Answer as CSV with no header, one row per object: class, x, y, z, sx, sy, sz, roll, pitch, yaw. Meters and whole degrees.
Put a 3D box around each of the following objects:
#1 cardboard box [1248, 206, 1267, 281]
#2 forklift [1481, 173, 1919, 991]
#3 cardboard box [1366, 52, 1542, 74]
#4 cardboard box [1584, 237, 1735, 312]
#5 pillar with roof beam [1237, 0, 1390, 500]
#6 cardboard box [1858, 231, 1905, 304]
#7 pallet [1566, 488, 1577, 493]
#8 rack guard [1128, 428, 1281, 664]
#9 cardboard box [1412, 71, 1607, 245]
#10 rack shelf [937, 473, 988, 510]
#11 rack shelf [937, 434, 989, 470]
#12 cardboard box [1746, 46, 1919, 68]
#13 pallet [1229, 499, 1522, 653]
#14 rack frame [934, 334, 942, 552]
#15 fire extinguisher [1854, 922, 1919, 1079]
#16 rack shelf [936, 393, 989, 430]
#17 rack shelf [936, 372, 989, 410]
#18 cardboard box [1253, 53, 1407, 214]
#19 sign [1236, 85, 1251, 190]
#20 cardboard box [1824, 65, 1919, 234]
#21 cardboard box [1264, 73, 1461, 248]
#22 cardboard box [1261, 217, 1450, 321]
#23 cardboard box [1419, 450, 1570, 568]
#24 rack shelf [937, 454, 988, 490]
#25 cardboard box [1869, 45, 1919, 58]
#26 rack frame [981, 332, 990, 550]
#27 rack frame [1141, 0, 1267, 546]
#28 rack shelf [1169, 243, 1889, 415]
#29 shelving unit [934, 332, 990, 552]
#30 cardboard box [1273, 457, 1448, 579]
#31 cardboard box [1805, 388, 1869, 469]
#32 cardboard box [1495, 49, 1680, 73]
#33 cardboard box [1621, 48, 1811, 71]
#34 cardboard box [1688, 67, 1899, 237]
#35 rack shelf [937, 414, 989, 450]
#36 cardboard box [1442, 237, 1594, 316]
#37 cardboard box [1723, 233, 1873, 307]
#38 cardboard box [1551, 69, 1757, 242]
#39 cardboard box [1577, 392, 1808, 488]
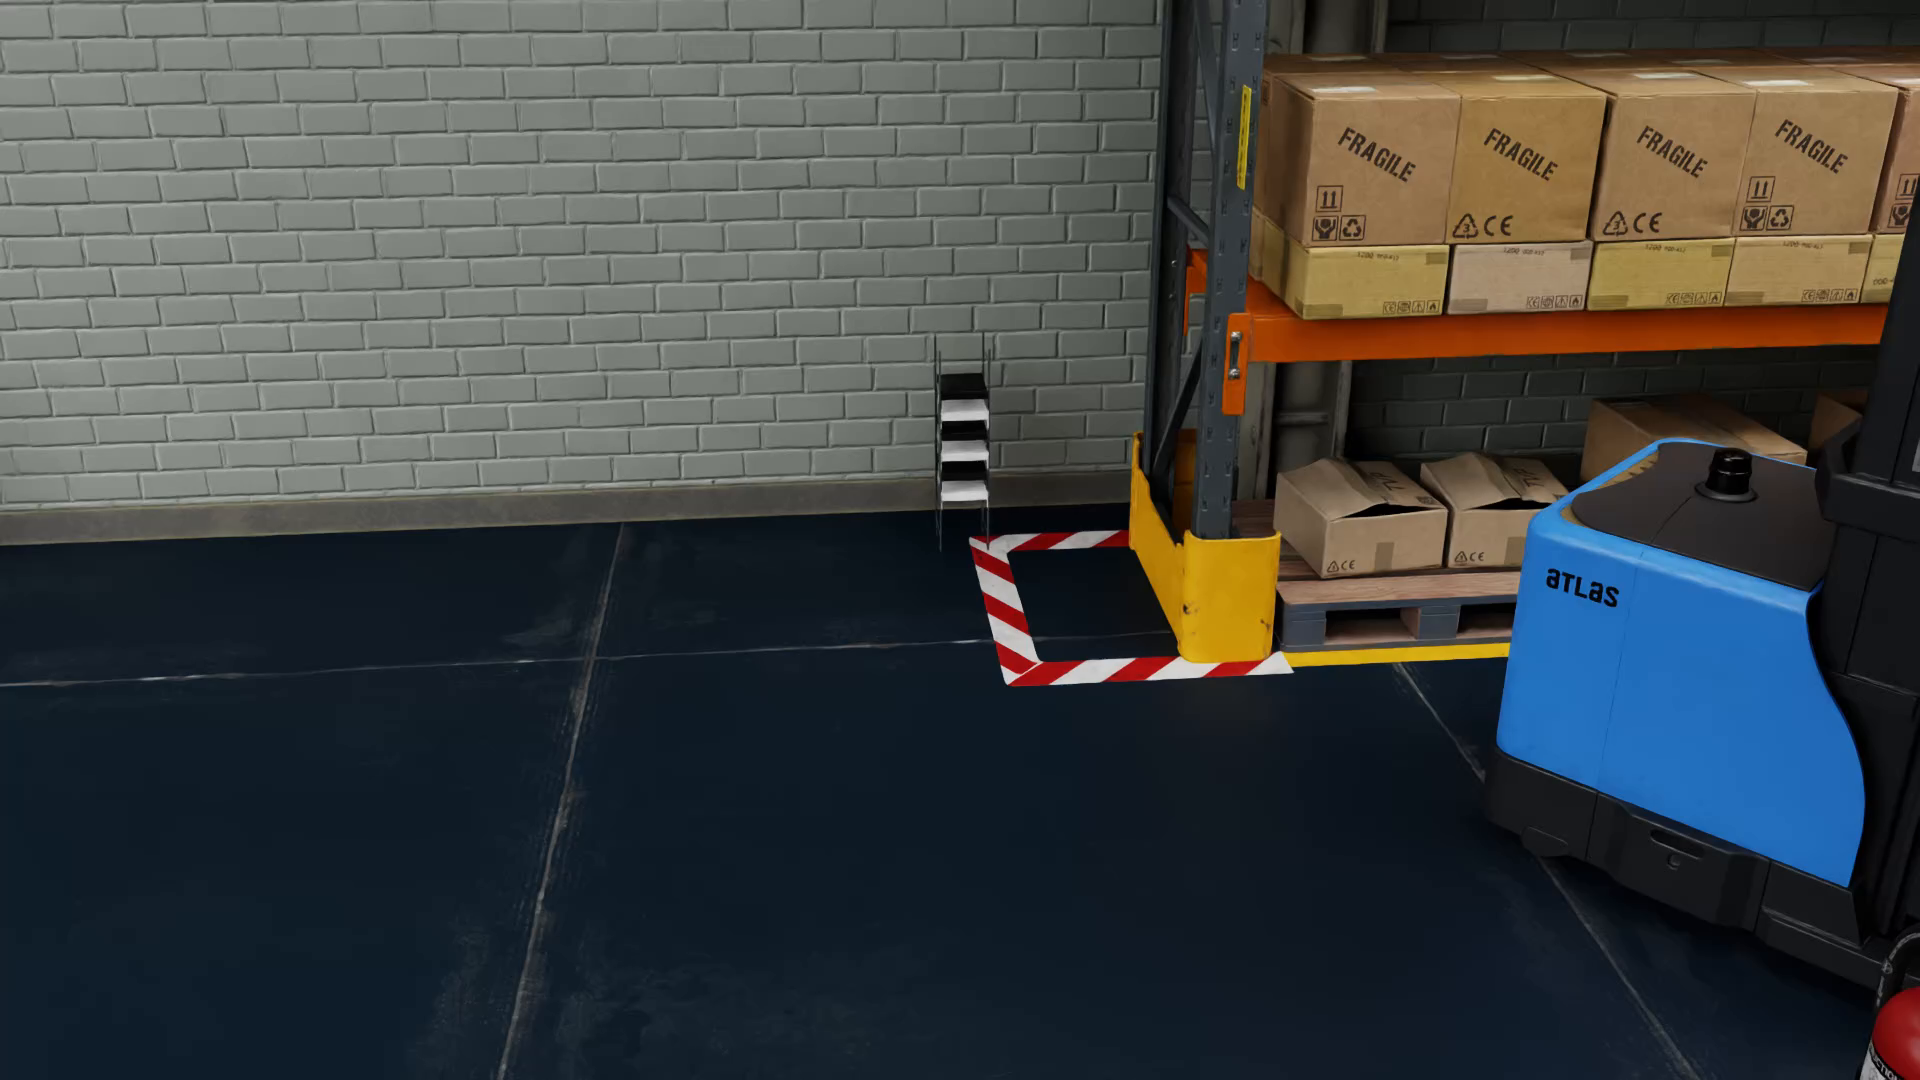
cardboard box,1.325,-1.185,6.382,0.500,0.250,0.500,-2,24,-4
forklift,3.033,-0.153,3.986,3.031,2.935,1.130,21,32,39
cardboard box,1.828,-1.551,6.283,0.500,0.500,0.500,-2,24,-4
cardboard box,2.418,-1.023,6.019,0.500,0.250,0.500,-3,24,-6
pillar with roof beam,1.913,-2.526,1.854,0.400,9.000,9.100,-2,24,-5
cardboard box,3.422,-1.063,6.108,0.500,0.250,0.500,-2,24,-5
pallet,2.977,0.059,6.858,1.213,0.211,1.003,-2,24,-5
rack guard,0.954,-0.008,6.652,0.348,0.500,1.175,-2,24,-5
cardboard box,1.876,-1.344,5.816,0.500,0.500,0.500,-2,24,-5
rack shelf,0.008,-0.217,7.155,0.200,0.077,0.258,-2,24,-5
rack shelf,0.008,-0.381,7.081,0.200,0.077,0.258,-2,24,-5
cardboard box,3.359,-1.619,6.436,0.500,0.500,0.500,-2,24,-4
pallet,1.766,0.106,6.751,1.213,0.211,1.003,-2,24,-5
rack frame,-0.093,-0.407,7.059,0.006,0.900,0.240,-2,24,-5
fire extinguisher,1.206,0.707,2.060,0.183,0.674,0.296,-2,24,-5
rack shelf,0.008,-0.546,7.008,0.200,0.077,0.258,-2,24,-5
rack shelf,0.008,-0.628,6.972,0.200,0.077,0.258,-2,24,-5
cardboard box,1.327,-1.535,6.247,0.500,0.500,0.500,-3,24,-6
sign,0.932,-1.323,5.468,0.005,0.325,0.100,-2,24,-5
cardboard box,3.421,-1.408,5.962,0.500,0.500,0.500,-3,24,-7
cardboard box,1.383,-1.328,5.781,0.500,0.500,0.500,-2,24,-5
cardboard box,1.395,-0.979,5.919,0.500,0.250,0.500,-3,24,-7
cardboard box,2.143,-0.133,6.626,0.500,0.311,0.500,0,24,-1
rack shelf,0.008,-0.299,7.118,0.200,0.077,0.258,-2,24,-5
cardboard box,3.856,-1.636,6.475,0.500,0.500,0.500,-2,24,-5
rack frame,0.109,-0.416,7.077,0.006,0.900,0.240,-2,24,-5
rack frame,0.878,-1.147,6.137,0.127,3.000,1.000,-2,24,-5
rack shelf,2.869,-0.898,6.463,4.000,0.370,1.077,-2,24,-5
shelving unit,0.008,-0.412,7.068,0.210,0.900,0.258,-2,24,-5
cardboard box,1.576,-0.111,6.574,0.500,0.311,0.500,-5,24,-11
cardboard box,3.830,-0.308,6.785,0.500,0.500,0.500,-4,24,-9
cardboard box,2.343,-1.573,6.334,0.500,0.500,0.500,-3,24,-7
cardboard box,2.844,-1.594,6.379,0.500,0.500,0.500,-2,24,-4
cardboard box,2.903,-1.387,5.914,0.500,0.500,0.500,-2,24,-3
rack shelf,0.008,-0.463,7.045,0.200,0.077,0.258,-2,24,-5
cardboard box,1.911,-1.005,5.979,0.500,0.250,0.500,-3,24,-7
cardboard box,2.921,-1.042,6.062,0.500,0.250,0.500,-2,24,-5
cardboard box,2.391,-1.362,5.857,0.500,0.500,0.500,-3,24,-7
cardboard box,2.878,-0.229,6.608,0.500,0.500,0.700,-4,24,-8
